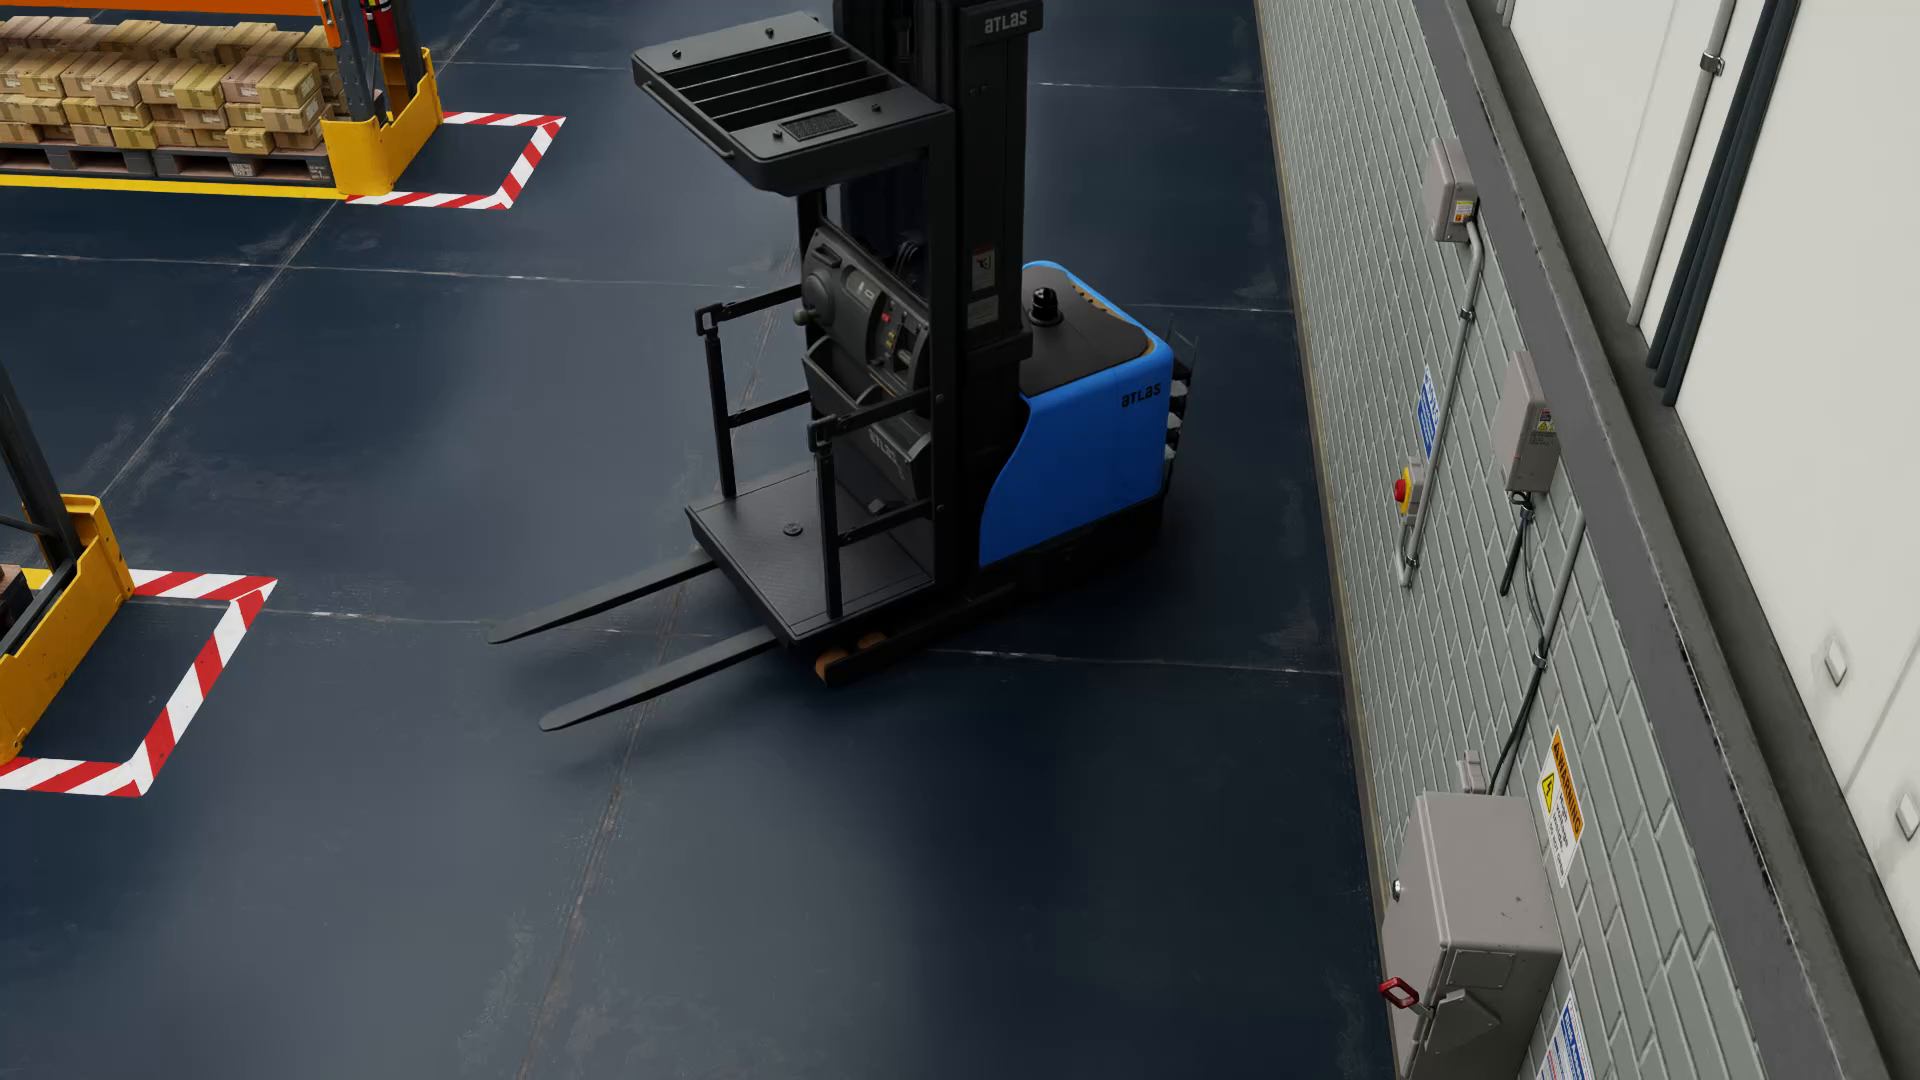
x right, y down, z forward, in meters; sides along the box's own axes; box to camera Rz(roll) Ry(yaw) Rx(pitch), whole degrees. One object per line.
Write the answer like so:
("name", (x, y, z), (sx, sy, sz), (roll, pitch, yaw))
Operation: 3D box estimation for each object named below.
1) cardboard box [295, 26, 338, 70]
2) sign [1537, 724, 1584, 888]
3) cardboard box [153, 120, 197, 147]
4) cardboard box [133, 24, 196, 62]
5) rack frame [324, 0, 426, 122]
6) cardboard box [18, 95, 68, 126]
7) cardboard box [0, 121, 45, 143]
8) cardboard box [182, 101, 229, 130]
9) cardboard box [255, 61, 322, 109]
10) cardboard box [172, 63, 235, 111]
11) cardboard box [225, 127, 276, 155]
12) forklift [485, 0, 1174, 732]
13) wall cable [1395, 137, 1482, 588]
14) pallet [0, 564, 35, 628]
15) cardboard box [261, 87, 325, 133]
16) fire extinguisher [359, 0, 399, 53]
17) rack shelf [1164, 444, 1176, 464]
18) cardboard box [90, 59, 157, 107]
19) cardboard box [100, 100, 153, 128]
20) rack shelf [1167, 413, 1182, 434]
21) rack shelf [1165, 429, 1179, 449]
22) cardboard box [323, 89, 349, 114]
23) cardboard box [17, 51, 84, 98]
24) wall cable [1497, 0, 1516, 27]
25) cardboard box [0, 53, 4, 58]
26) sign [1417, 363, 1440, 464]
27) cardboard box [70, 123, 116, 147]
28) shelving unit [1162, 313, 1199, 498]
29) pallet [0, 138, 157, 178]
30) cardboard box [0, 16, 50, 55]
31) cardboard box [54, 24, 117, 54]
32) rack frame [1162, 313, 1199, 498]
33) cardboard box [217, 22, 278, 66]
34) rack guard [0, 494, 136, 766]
("cardboard box", (-4.196, -3.259, 11.002), (0.250, 0.149, 0.380), (1, 39, 2))
("sign", (1.475, 0.652, 4.089), (0.001, 0.242, 0.339), (3, 39, 4))
("cardboard box", (-5.013, -2.707, 10.796), (0.250, 0.149, 0.380), (4, 39, 4))
("cardboard box", (-5.251, -3.275, 11.022), (0.250, 0.149, 0.380), (5, 39, 6))
("rack frame", (-3.703, -3.728, 10.125), (0.127, 3.000, 1.000), (3, 39, 4))
("cardboard box", (-5.819, -2.821, 10.700), (0.250, 0.149, 0.380), (4, 39, 4))
("cardboard box", (-6.057, -2.736, 10.832), (0.250, 0.149, 0.380), (2, 39, 3))
("cardboard box", (-4.771, -2.777, 10.647), (0.250, 0.149, 0.380), (2, 39, 2))
("cardboard box", (-4.252, -2.886, 10.544), (0.250, 0.149, 0.380), (4, 39, 4))
("cardboard box", (-4.767, -2.870, 10.524), (0.250, 0.149, 0.380), (2, 39, 3))
("cardboard box", (-4.510, -2.633, 10.705), (0.250, 0.149, 0.380), (4, 39, 5))
("forklift", (-0.567, -0.893, 6.696), (3.031, 2.935, 1.130), (-22, 44, -25))
("wall cable", (1.590, -0.723, 5.604), (0.123, 1.953, 0.585), (3, 39, 4))
("pallet", (-4.833, 0.478, 7.167), (1.213, 0.211, 1.003), (3, 39, 4))
("cardboard box", (-4.254, -2.750, 10.613), (0.250, 0.149, 0.380), (2, 39, 3))
("fire extinguisher", (-3.492, -3.250, 9.894), (0.183, 0.674, 0.296), (3, 39, 4))
("rack shelf", (0.894, -0.446, 8.077), (0.200, 0.077, 0.258), (-13, 41, -24))
("cardboard box", (-5.292, -2.903, 10.566), (0.250, 0.149, 0.380), (5, 39, 6))
("cardboard box", (-5.288, -2.797, 10.671), (0.250, 0.149, 0.380), (4, 39, 5))
("rack shelf", (0.910, -0.590, 7.970), (0.200, 0.077, 0.258), (-13, 41, -24))
("rack shelf", (0.902, -0.518, 8.024), (0.200, 0.077, 0.258), (-13, 41, -24))
("cardboard box", (-4.197, -3.015, 11.175), (0.250, 0.149, 0.380), (4, 39, 5))
("cardboard box", (-5.808, -2.984, 10.665), (0.250, 0.149, 0.380), (3, 39, 4))
("wall cable", (1.662, -2.804, 4.237), (0.029, 3.000, 0.463), (3, 39, 4))
("cardboard box", (-6.329, -2.985, 10.666), (0.250, 0.149, 0.380), (4, 39, 5))
("sign", (1.655, -0.449, 5.882), (0.001, 0.218, 0.327), (3, 39, 4))
("cardboard box", (-5.543, -2.709, 10.798), (0.250, 0.149, 0.380), (4, 39, 5))
("shelving unit", (0.913, -0.616, 7.951), (0.210, 0.900, 0.258), (-13, 41, -24))
("pallet", (-5.797, -2.786, 11.176), (1.213, 0.211, 1.003), (3, 39, 4))
("cardboard box", (-6.275, -3.361, 11.127), (0.250, 0.149, 0.380), (1, 39, 2))
("cardboard box", (-5.767, -3.271, 11.018), (0.250, 0.149, 0.380), (3, 39, 4))
("rack frame", (1.004, -0.637, 7.992), (0.006, 0.900, 0.240), (-13, 41, -24))
("cardboard box", (-4.721, -3.292, 11.043), (0.250, 0.149, 0.380), (3, 39, 4))
("rack guard", (-4.006, 0.361, 7.081), (0.348, 0.500, 1.175), (3, 39, 4))
